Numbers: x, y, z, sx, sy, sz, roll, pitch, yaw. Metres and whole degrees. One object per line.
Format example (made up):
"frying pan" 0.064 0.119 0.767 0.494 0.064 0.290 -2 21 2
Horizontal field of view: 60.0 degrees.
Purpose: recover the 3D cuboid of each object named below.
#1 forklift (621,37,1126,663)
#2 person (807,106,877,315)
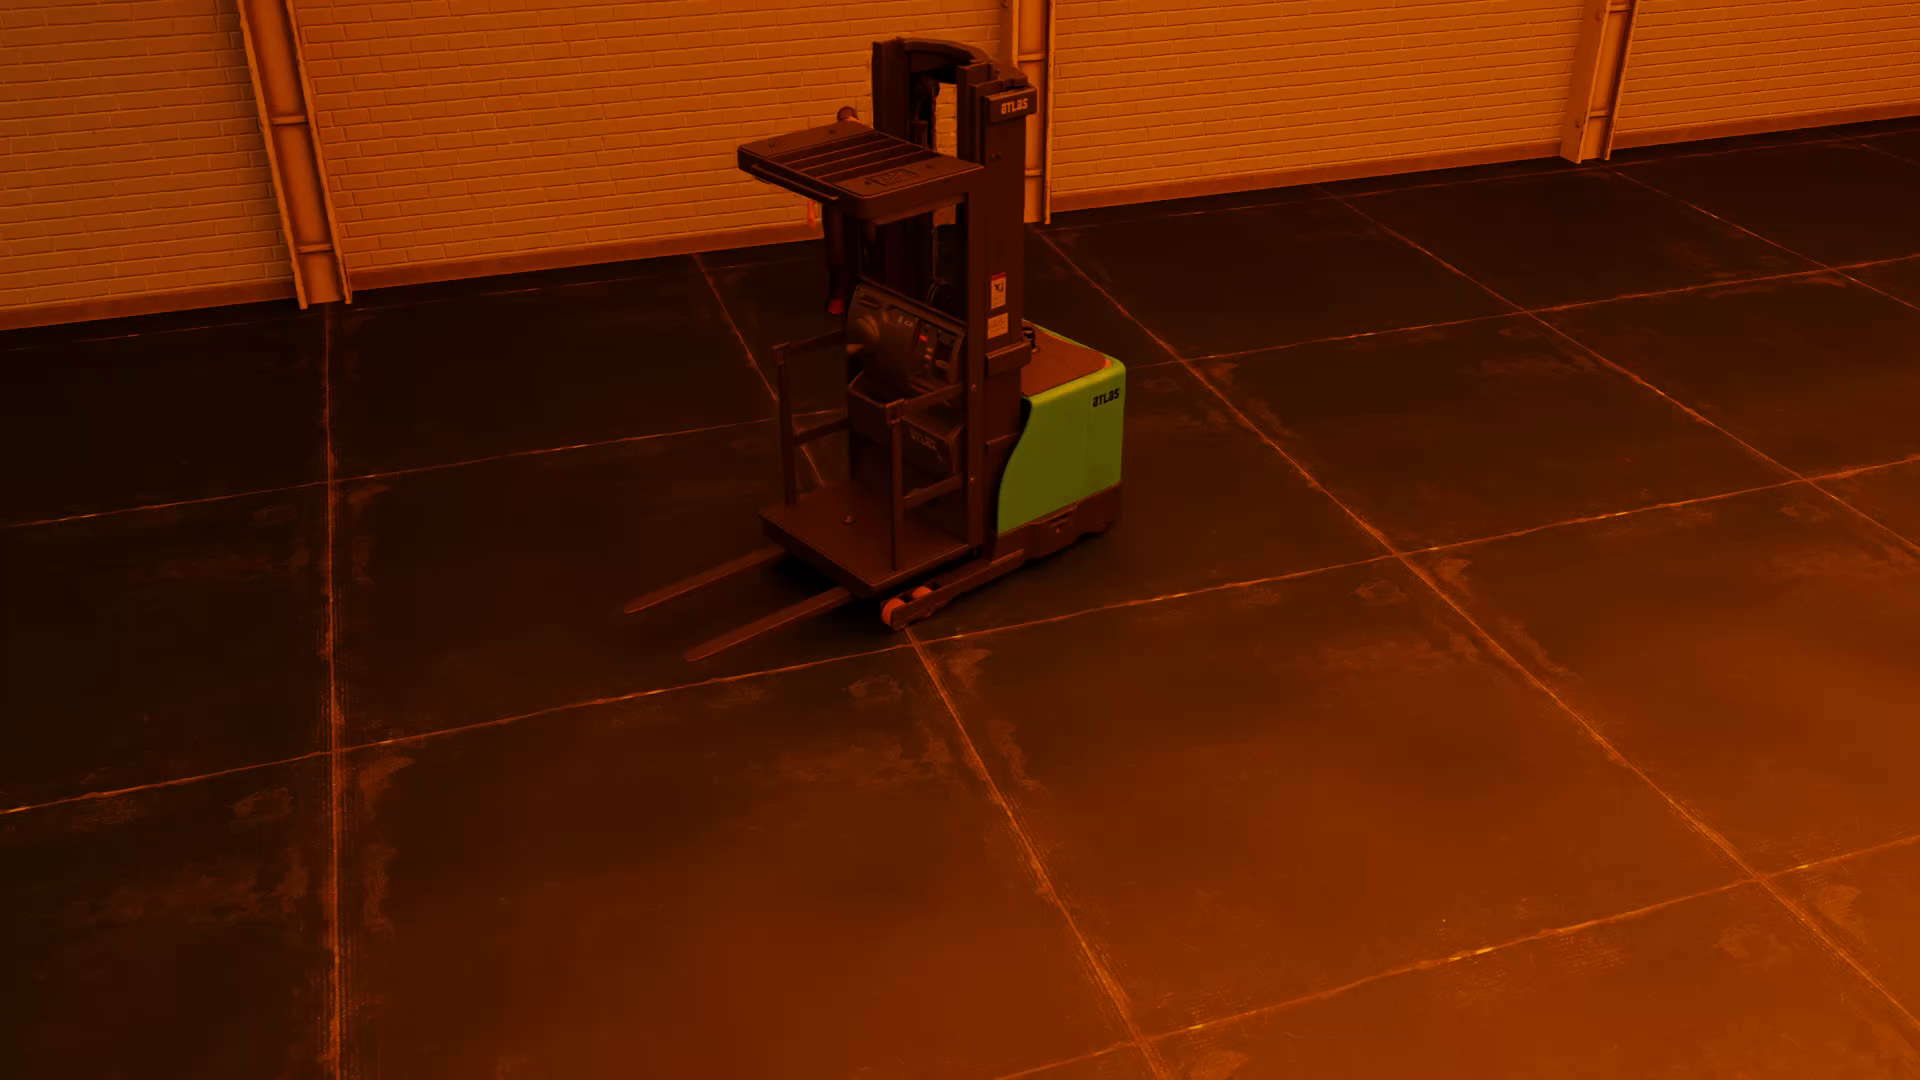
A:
"forklift" -0.461 -1.072 8.951 3.031 2.935 1.130 -23 37 -34
"person" -0.827 -2.540 12.810 0.704 1.632 0.402 -5 30 -9
